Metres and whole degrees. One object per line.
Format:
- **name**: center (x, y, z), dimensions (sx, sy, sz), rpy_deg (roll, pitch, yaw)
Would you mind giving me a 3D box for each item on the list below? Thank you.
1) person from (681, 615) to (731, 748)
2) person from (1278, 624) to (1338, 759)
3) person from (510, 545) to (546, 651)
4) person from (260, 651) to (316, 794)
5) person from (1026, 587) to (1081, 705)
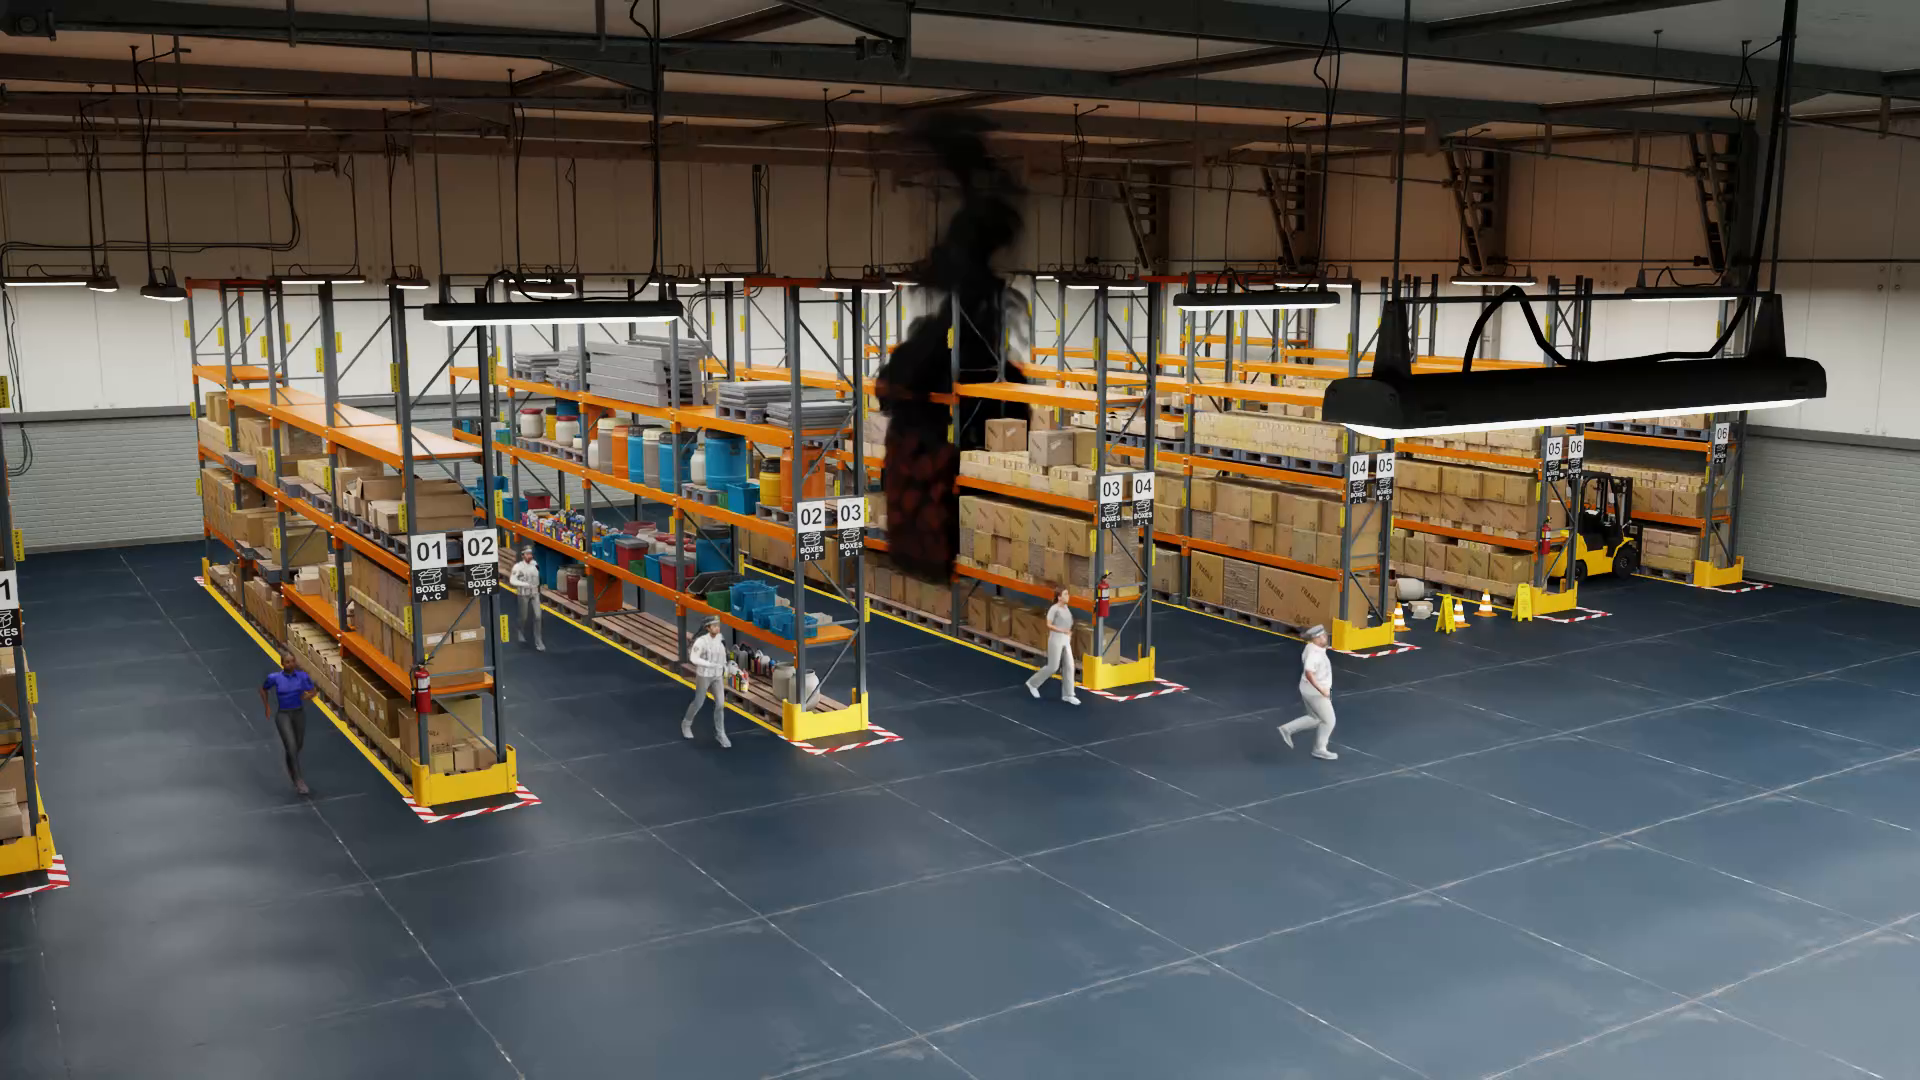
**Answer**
- **person**: center (-3.284, 1.824, 21.986), dimensions (0.637, 1.718, 0.843), rpy_deg (-8, 12, -40)
- **person**: center (4.485, 1.932, 21.321), dimensions (0.752, 1.755, 0.683), rpy_deg (0, 10, 1)
- **person**: center (-7.140, 0.928, 27.414), dimensions (0.601, 1.733, 0.827), rpy_deg (-7, 12, -36)
- **person**: center (-8.091, 2.149, 20.107), dimensions (0.567, 1.661, 0.933), rpy_deg (-8, 12, -38)
- **person**: center (1.431, 1.497, 24.075), dimensions (0.850, 1.675, 0.594), rpy_deg (7, 12, 35)
